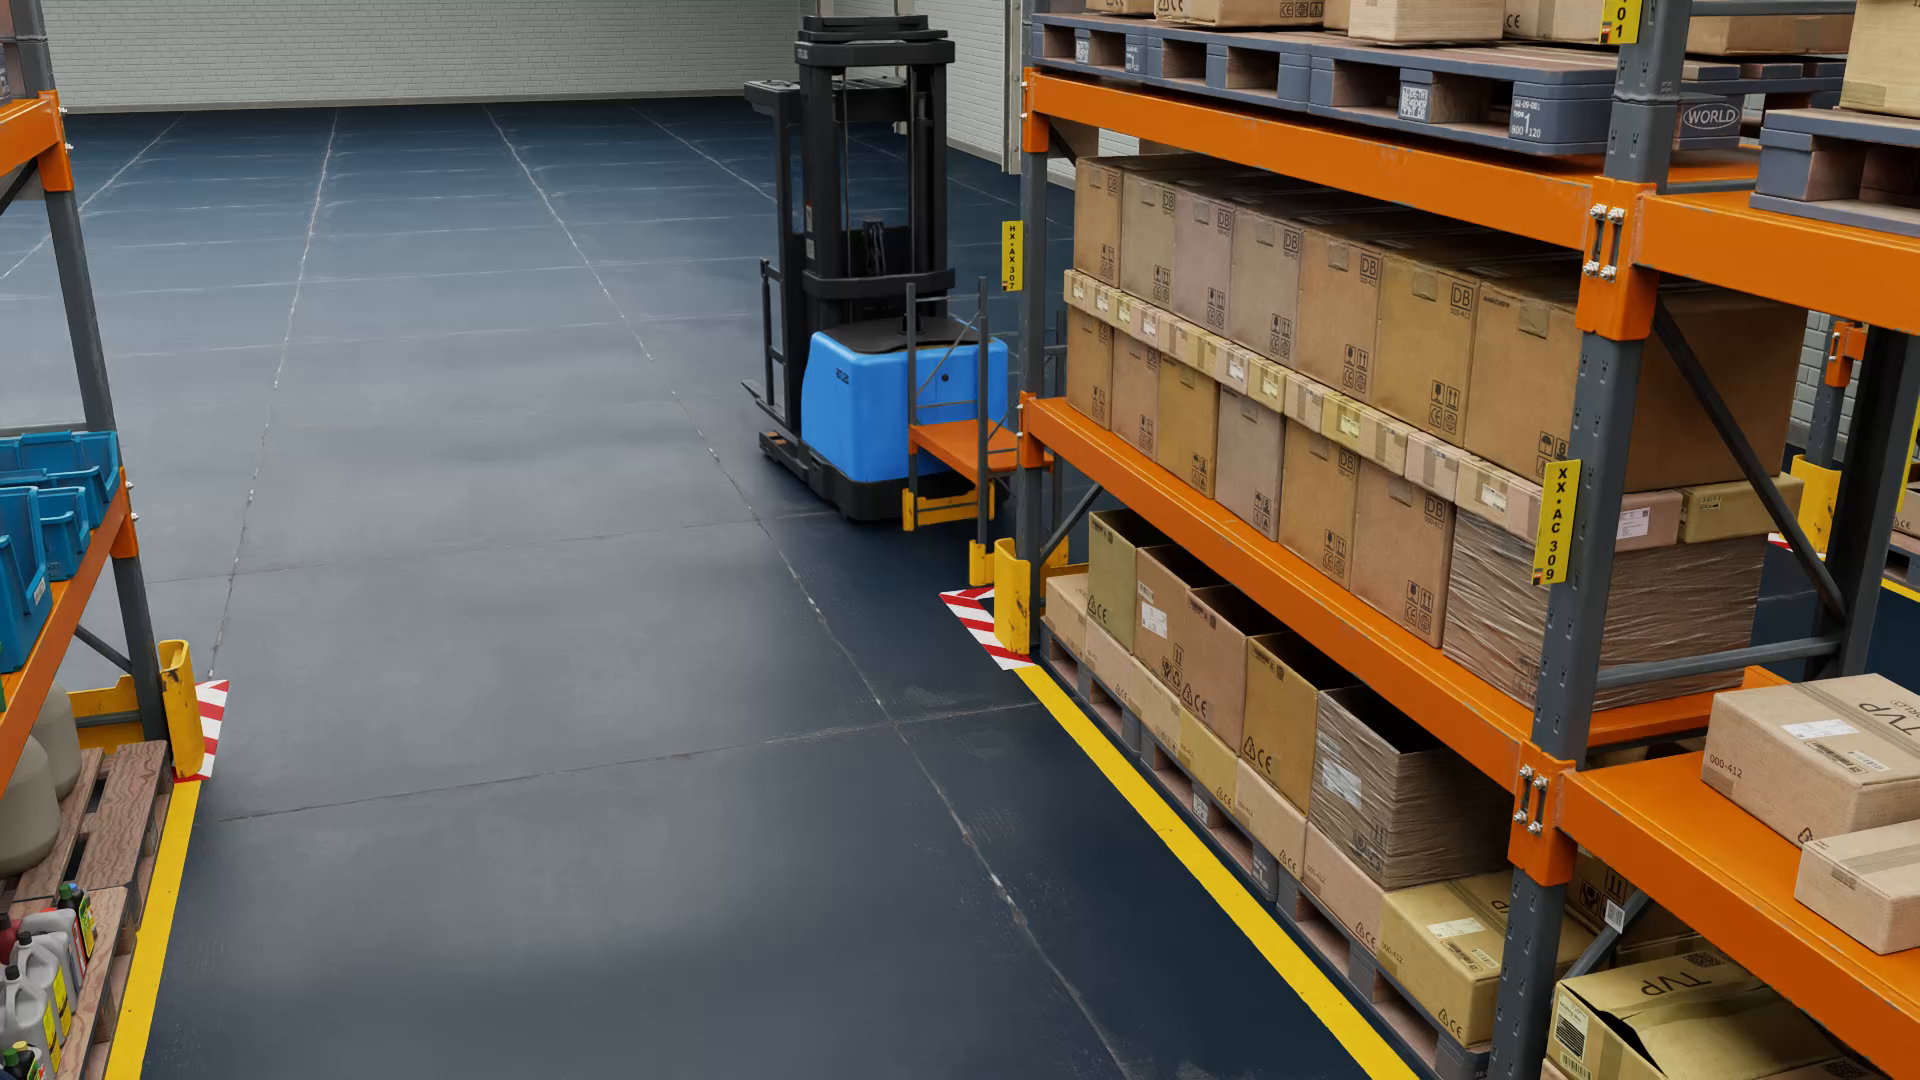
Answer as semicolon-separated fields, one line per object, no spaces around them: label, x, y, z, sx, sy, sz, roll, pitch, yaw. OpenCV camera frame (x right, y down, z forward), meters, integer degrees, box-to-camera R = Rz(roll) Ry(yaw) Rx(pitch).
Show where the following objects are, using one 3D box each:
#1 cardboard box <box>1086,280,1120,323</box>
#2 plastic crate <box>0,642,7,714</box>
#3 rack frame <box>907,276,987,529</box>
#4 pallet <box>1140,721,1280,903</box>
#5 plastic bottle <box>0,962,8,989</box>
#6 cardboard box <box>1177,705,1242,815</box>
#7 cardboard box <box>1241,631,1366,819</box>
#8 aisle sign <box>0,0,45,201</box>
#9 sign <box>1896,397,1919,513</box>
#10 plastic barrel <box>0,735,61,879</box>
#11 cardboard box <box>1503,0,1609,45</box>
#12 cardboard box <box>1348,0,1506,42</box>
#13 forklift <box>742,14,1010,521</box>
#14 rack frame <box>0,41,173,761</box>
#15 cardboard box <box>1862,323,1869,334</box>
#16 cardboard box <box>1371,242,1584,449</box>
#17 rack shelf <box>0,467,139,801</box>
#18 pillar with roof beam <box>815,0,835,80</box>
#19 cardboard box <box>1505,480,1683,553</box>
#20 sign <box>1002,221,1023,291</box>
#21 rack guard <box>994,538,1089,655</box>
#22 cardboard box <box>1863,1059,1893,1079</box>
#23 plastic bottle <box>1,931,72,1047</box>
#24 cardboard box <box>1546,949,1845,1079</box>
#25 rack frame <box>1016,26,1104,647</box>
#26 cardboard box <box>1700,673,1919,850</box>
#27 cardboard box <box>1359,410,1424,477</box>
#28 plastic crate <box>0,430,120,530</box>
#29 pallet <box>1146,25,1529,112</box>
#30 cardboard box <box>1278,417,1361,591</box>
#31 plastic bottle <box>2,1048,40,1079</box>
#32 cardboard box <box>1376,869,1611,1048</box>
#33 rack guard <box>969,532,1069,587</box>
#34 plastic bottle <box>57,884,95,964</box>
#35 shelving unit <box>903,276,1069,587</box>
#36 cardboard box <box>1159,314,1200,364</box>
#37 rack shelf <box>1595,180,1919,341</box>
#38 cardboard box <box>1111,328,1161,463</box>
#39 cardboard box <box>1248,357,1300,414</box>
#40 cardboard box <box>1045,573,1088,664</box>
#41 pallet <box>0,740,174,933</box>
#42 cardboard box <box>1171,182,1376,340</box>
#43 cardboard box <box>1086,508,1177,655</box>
cardboard box;0.779;-1.060;7.322;0.380;0.149;0.250;-7;21;-19
plastic crate;-2.831;0.502;4.395;0.450;0.188;0.662;-6;21;-17
rack frame;-0.075;-0.810;9.953;0.500;1.500;0.032;-8;21;-22
pallet;1.434;1.003;6.811;1.003;0.211;1.213;-6;21;-17
plastic bottle;-2.952;1.385;5.113;0.097;0.201;0.097;0;20;0
cardboard box;1.201;0.833;6.606;0.500;0.250;0.500;-6;21;-17
cardboard box;1.371;0.639;6.037;0.500;0.500;0.500;-6;21;-17
aisle sign;-3.670;-1.694;6.349;0.394;0.787;0.004;-6;21;-17
sign;2.543;-0.226;4.511;0.100;0.325;0.005;-6;21;-17
plastic barrel;-3.492;0.922;5.973;0.421;0.512;0.421;0;20;0
cardboard box;1.954;-1.653;4.948;0.500;0.311;0.500;-8;21;-20
cardboard box;1.393;-1.572;4.962;0.380;0.149;0.250;-6;21;-17
forklift;-0.743;-1.955;11.024;1.130;2.935;3.031;-8;21;-22
rack frame;-3.929;-0.416;6.636;1.000;3.000;0.127;-6;21;-17
cardboard box;5.328;-1.217;9.059;0.500;0.250;0.500;-7;21;-19
cardboard box;1.726;-0.618;5.134;0.700;0.500;0.500;-6;21;-17
rack shelf;-3.301;0.565;4.971;1.077;0.370;4.000;-6;21;-17
pillar with roof beam;-6.999;-13.329;33.713;9.100;9.000;0.400;-6;21;-17
cardboard box;1.743;-0.074;4.577;0.380;0.149;0.250;-6;21;-17
sign;0.245;-1.328;7.780;0.100;0.325;0.005;-6;21;-17
rack guard;0.767;0.228;8.542;1.175;0.500;0.348;-6;21;-17
cardboard box;2.600;1.441;4.083;0.500;0.311;0.500;-6;21;-16
plastic bottle;-2.783;1.348;4.994;0.144;0.351;0.185;-6;20;-15
cardboard box;1.925;1.334;4.381;0.500;0.311;0.500;-6;21;-17
rack frame;0.774;-0.941;8.098;1.000;3.000;0.127;-6;21;-17
cardboard box;2.228;0.567;4.123;0.500;0.250;0.500;-5;20;-14
cardboard box;1.498;-0.321;5.267;0.380;0.149;0.250;-6;21;-17
plastic crate;-3.488;-0.217;6.303;0.499;0.251;0.616;-6;21;-17
pallet;1.359;-1.689;5.875;1.003;0.211;1.213;-6;21;-17
cardboard box;1.560;-0.176;5.821;0.700;0.500;0.500;-6;21;-16
plastic bottle;-2.604;1.518;4.620;0.061;0.283;0.133;-5;20;-15
cardboard box;1.678;1.314;5.268;0.500;0.250;0.500;-6;21;-17
rack guard;0.332;0.093;9.289;0.587;0.250;0.087;-8;21;-22
plastic bottle;-2.882;1.234;5.411;0.061;0.283;0.133;-6;21;-16
shelving unit;0.132;-0.650;9.507;0.587;1.500;1.083;-8;21;-22
cardboard box;1.019;-0.813;6.635;0.380;0.149;0.250;-7;21;-19
rack shelf;2.660;-0.088;2.352;1.077;0.370;4.000;-6;21;-17
cardboard box;1.078;-0.669;7.193;0.700;0.500;0.500;-6;21;-16
cardboard box;1.259;-0.566;5.949;0.380;0.149;0.250;-6;21;-15
cardboard box;0.731;0.351;7.947;0.500;0.250;0.500;-6;21;-17
pallet;-3.611;1.177;6.326;1.003;0.211;1.213;-6;21;-17
cardboard box;1.255;-1.100;6.475;0.700;0.500;0.500;-6;21;-17
cardboard box;0.890;0.159;7.374;0.500;0.500;0.500;-6;21;-17
